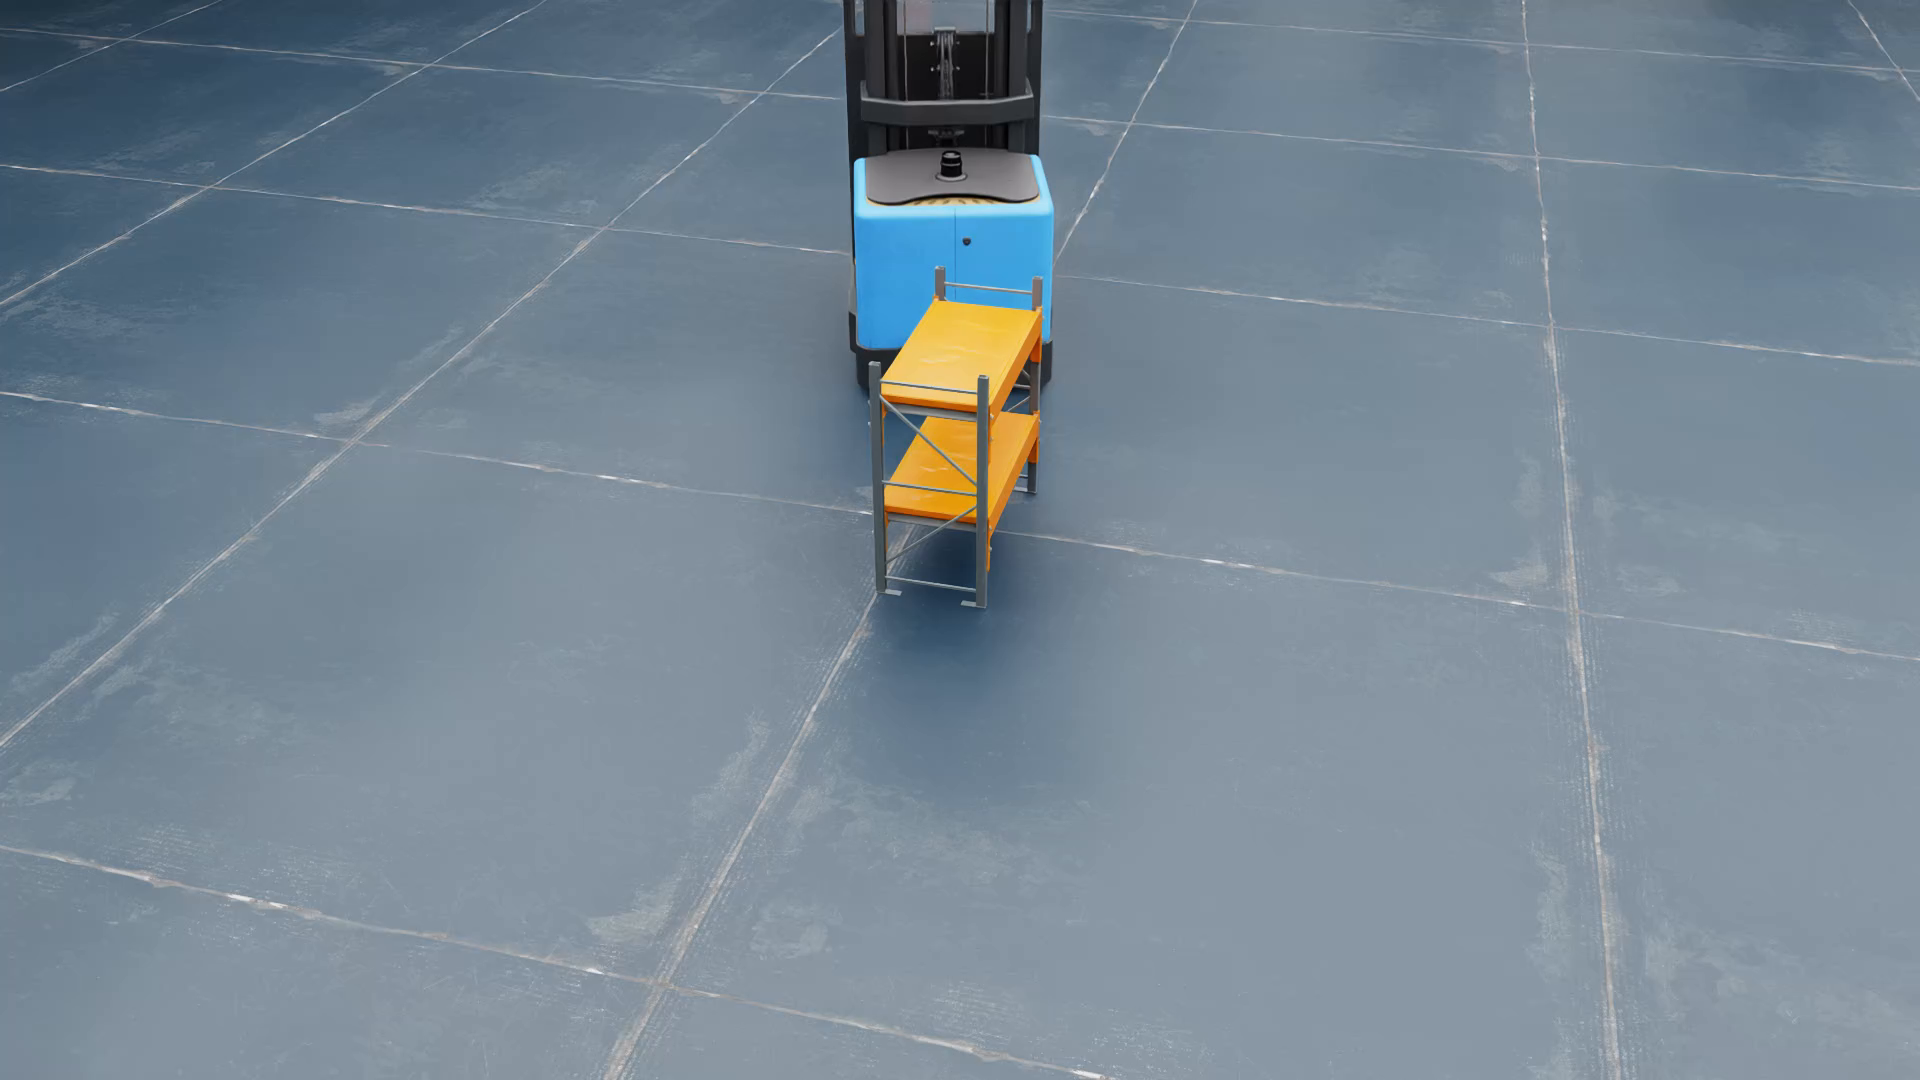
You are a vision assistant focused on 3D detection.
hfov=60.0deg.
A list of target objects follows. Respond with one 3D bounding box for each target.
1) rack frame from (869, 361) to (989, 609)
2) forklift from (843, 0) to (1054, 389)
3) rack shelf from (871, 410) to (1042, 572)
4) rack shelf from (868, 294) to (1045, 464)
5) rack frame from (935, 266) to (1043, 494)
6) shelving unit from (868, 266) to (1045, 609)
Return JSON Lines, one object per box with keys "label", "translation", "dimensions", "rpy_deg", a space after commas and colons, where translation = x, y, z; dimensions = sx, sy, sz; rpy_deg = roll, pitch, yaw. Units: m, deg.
{"label": "rack frame", "translation": [-0.127, -0.214, 7.039], "dimensions": [0.500, 1.125, 0.032], "rpy_deg": [8, 33, 12]}
{"label": "forklift", "translation": [-0.107, -2.799, 9.421], "dimensions": [1.130, 2.935, 3.031], "rpy_deg": [-2, 32, -3]}
{"label": "rack shelf", "translation": [0.002, -0.272, 7.585], "dimensions": [0.538, 0.278, 1.000], "rpy_deg": [8, 33, 12]}
{"label": "rack shelf", "translation": [0.002, -0.725, 7.297], "dimensions": [0.538, 0.278, 1.000], "rpy_deg": [8, 33, 12]}
{"label": "rack frame", "translation": [0.131, -0.742, 7.869], "dimensions": [0.500, 1.125, 0.032], "rpy_deg": [8, 33, 12]}
{"label": "shelving unit", "translation": [0.002, -0.478, 7.454], "dimensions": [0.538, 1.125, 1.048], "rpy_deg": [8, 33, 12]}
